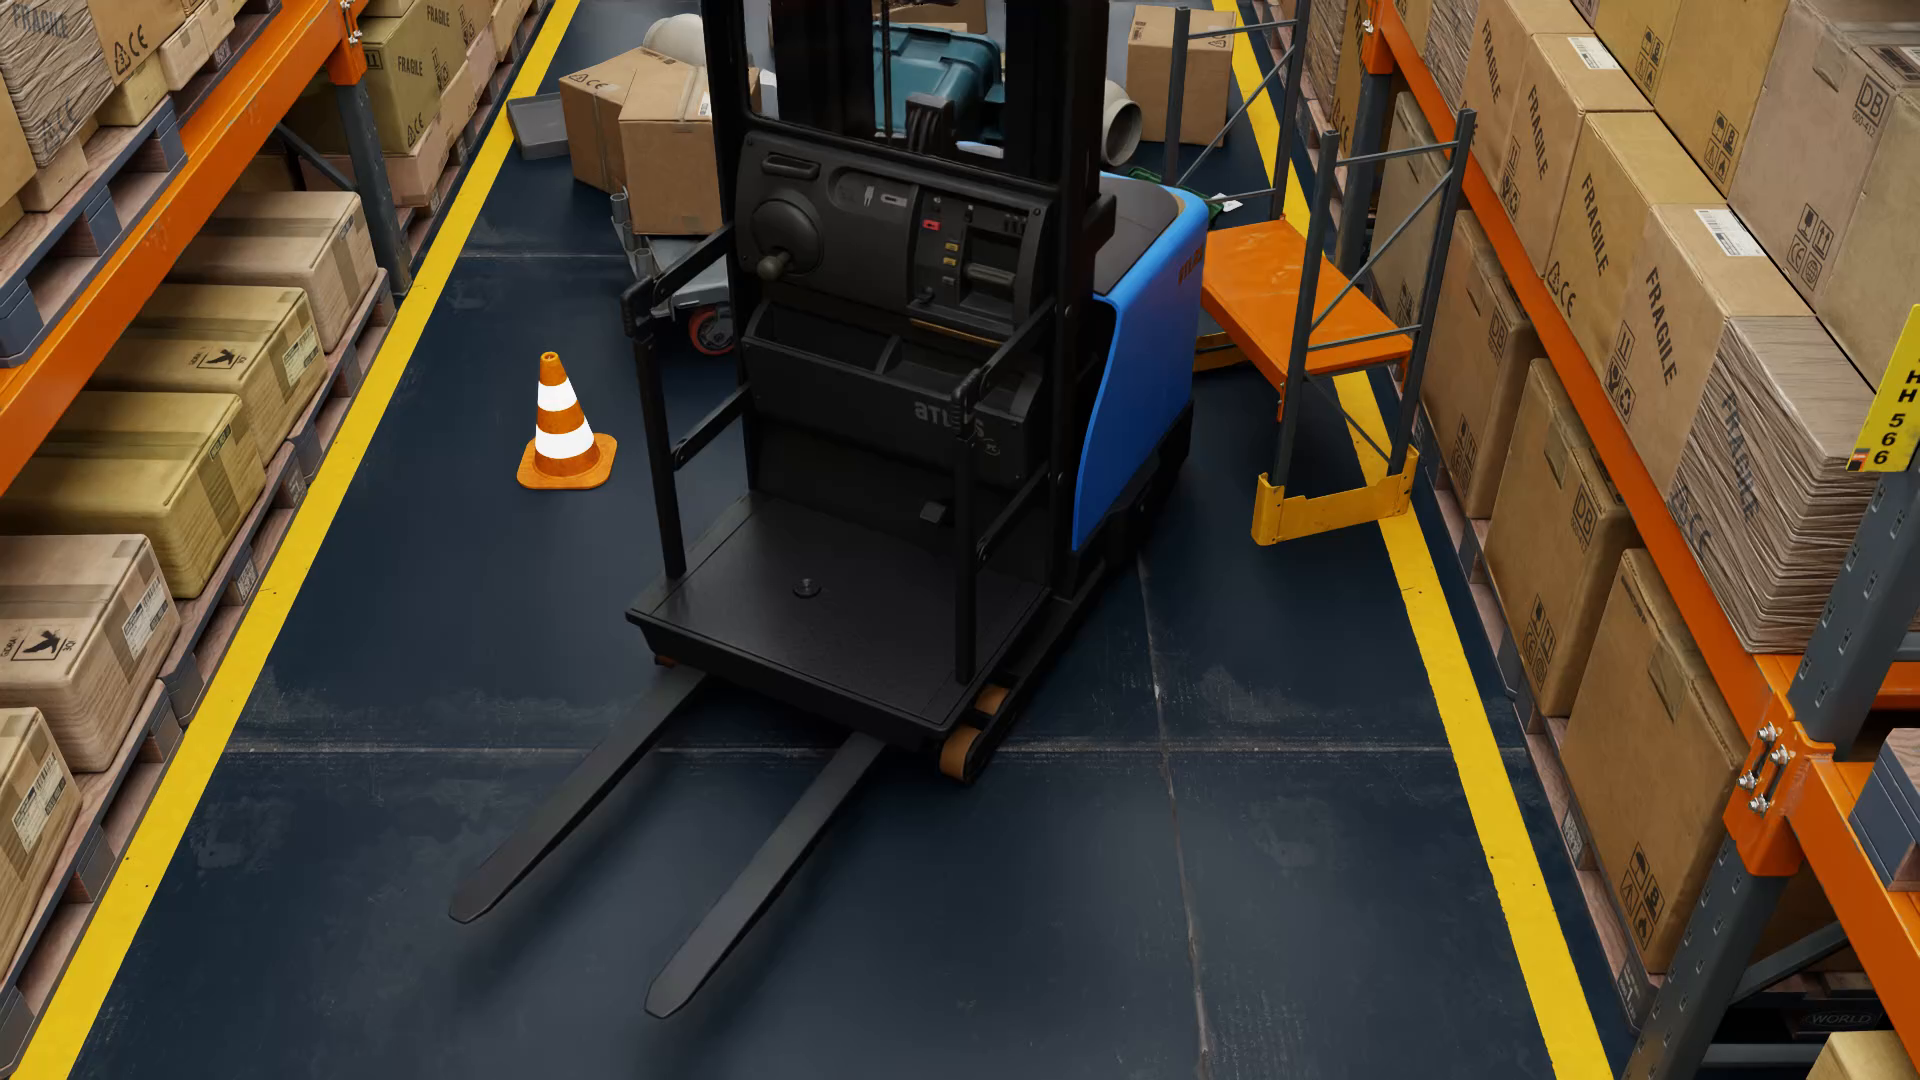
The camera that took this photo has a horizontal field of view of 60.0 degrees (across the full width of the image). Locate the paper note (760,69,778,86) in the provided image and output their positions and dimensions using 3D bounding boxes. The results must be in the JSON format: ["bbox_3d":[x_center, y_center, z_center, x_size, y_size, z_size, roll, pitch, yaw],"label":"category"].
[{"bbox_3d":[-1.003,-2.447,8.789,0.148,0.019,0.142,13,40,15],"label":"paper note"}]

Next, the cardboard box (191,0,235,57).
[{"bbox_3d":[-2.545,-1.648,5.273,0.380,0.149,0.250,-1,39,-1],"label":"cardboard box"}]

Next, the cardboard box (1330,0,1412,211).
[{"bbox_3d":[2.178,-2.025,7.241,0.875,0.875,0.875,1,39,1],"label":"cardboard box"}]

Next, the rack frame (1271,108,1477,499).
[{"bbox_3d":[1.295,-0.645,5.355,0.500,1.500,0.032,-12,40,-15],"label":"rack frame"}]

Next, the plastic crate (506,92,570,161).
[{"bbox_3d":[-2.023,-2.073,8.273,0.402,0.080,0.583,-13,40,-16],"label":"plastic crate"}]

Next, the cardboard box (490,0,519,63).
[{"bbox_3d":[-2.577,-2.666,8.541,0.500,0.250,0.500,-1,39,-2],"label":"cardboard box"}]

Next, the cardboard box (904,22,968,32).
[{"bbox_3d":[-0.302,-2.129,7.896,0.797,0.637,0.503,0,39,0],"label":"cardboard box"}]

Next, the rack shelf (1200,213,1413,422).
[{"bbox_3d":[1.130,-0.805,5.843,0.538,0.185,1.000,-12,40,-15],"label":"rack shelf"}]

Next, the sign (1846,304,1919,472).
[{"bbox_3d":[1.559,-0.245,2.731,0.100,0.325,0.005,0,39,0],"label":"sign"}]

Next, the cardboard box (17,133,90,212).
[{"bbox_3d":[-2.604,-1.009,4.475,0.380,0.149,0.250,1,39,1],"label":"cardboard box"}]

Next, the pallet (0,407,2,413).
[{"bbox_3d":[-2.944,-0.099,3.629,1.213,0.211,1.003,0,39,0],"label":"pallet"}]

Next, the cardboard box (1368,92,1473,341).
[{"bbox_3d":[2.200,-1.195,6.305,1.050,0.750,0.750,0,39,0],"label":"cardboard box"}]

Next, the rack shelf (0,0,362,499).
[{"bbox_3d":[-2.839,-0.699,4.798,1.077,0.370,4.000,0,39,0],"label":"rack shelf"}]

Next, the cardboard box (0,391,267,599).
[{"bbox_3d":[-2.831,-0.156,5.312,0.950,0.372,0.625,1,39,1],"label":"cardboard box"}]

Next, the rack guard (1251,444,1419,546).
[{"bbox_3d":[1.295,-0.158,5.747,0.587,0.250,0.087,-12,40,-15],"label":"rack guard"}]

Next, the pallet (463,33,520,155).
[{"bbox_3d":[-2.881,-2.327,8.485,1.003,0.211,1.213,0,39,0],"label":"pallet"}]

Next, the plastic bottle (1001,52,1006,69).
[{"bbox_3d":[0.245,-2.503,8.825,0.133,0.061,0.283,-13,40,-16],"label":"plastic bottle"}]

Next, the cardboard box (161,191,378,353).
[{"bbox_3d":[-2.838,-1.041,6.415,0.950,0.372,0.625,0,39,1],"label":"cardboard box"}]

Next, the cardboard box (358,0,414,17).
[{"bbox_3d":[-2.512,-2.314,6.984,0.380,0.149,0.250,0,39,1],"label":"cardboard box"}]

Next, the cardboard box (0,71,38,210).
[{"bbox_3d":[-2.620,-0.987,3.930,0.500,0.500,0.500,1,39,1],"label":"cardboard box"}]

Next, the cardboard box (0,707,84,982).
[{"bbox_3d":[-2.827,0.780,4.144,0.950,0.372,0.625,-2,39,-3],"label":"cardboard box"}]

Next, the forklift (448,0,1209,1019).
[{"bbox_3d":[-0.300,-0.762,4.357,1.130,2.935,3.031,18,42,21],"label":"forklift"}]

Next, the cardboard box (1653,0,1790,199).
[{"bbox_3d":[2.118,-1.143,3.898,0.700,0.500,0.500,-1,39,-1],"label":"cardboard box"}]

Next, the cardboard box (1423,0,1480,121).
[{"bbox_3d":[1.842,-1.691,5.382,0.500,0.500,0.500,0,39,0],"label":"cardboard box"}]

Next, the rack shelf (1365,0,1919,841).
[{"bbox_3d":[2.111,-0.765,4.882,1.077,0.370,4.000,0,39,0],"label":"rack shelf"}]

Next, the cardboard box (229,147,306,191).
[{"bbox_3d":[-3.110,-1.691,7.324,0.500,0.250,0.500,2,39,2],"label":"cardboard box"}]

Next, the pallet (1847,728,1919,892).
[{"bbox_3d":[2.221,0.725,2.600,1.213,0.211,1.003,0,39,0],"label":"pallet"}]

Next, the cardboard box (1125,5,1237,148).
[{"bbox_3d":[1.081,-2.292,8.209,0.500,0.500,0.500,6,39,8],"label":"cardboard box"}]

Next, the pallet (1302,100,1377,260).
[{"bbox_3d":[2.186,-1.684,7.683,1.003,0.211,1.213,0,39,0],"label":"pallet"}]

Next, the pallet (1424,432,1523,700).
[{"bbox_3d":[2.190,0.039,5.533,1.003,0.211,1.213,0,39,0],"label":"pallet"}]

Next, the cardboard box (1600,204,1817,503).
[{"bbox_3d":[1.845,-0.428,3.805,0.500,0.500,0.500,0,39,0],"label":"cardboard box"}]

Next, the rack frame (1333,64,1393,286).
[{"bbox_3d":[2.109,-2.297,6.218,1.000,3.000,0.127,0,39,0],"label":"rack frame"}]

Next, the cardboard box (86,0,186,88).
[{"bbox_3d":[-2.614,-1.628,4.729,0.500,0.500,0.500,1,39,1],"label":"cardboard box"}]

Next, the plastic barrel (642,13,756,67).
[{"bbox_3d":[-1.329,-2.436,8.451,0.512,0.421,0.421,28,46,30],"label":"plastic barrel"}]

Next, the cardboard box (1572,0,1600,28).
[{"bbox_3d":[2.118,-1.778,4.690,0.700,0.500,0.500,0,39,0],"label":"cardboard box"}]

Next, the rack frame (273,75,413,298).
[{"bbox_3d":[-2.841,-2.230,6.134,1.000,3.000,0.127,0,39,0],"label":"rack frame"}]

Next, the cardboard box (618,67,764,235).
[{"bbox_3d":[-1.061,-1.570,6.704,0.500,0.500,0.500,0,39,0],"label":"cardboard box"}]

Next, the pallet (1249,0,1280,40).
[{"bbox_3d":[2.184,-3.210,9.587,1.003,0.211,1.213,0,39,0],"label":"pallet"}]

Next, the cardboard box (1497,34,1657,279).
[{"bbox_3d":[1.840,-1.061,4.595,0.500,0.500,0.500,1,39,1],"label":"cardboard box"}]

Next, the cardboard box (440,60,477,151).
[{"bbox_3d":[-2.583,-2.024,7.740,0.500,0.250,0.500,2,39,3],"label":"cardboard box"}]

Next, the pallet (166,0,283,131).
[{"bbox_3d":[-2.985,-1.677,5.598,1.003,0.211,1.213,0,39,0],"label":"pallet"}]

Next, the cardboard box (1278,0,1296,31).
[{"bbox_3d":[2.174,-3.159,8.656,0.875,0.875,0.875,-1,39,-1],"label":"cardboard box"}]

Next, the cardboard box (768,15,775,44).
[{"bbox_3d":[-0.824,-2.801,9.127,0.380,0.149,0.250,20,43,23],"label":"cardboard box"}]

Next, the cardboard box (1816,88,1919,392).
[{"bbox_3d":[2.123,-0.505,3.103,0.700,0.500,0.500,0,39,0],"label":"cardboard box"}]

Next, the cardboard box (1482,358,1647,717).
[{"bbox_3d":[2.199,-0.009,4.826,1.050,0.750,0.750,1,39,1],"label":"cardboard box"}]

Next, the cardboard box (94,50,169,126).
[{"bbox_3d":[-2.577,-1.336,4.884,0.380,0.149,0.250,0,39,0],"label":"cardboard box"}]

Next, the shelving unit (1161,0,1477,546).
[{"bbox_3d":[1.133,-0.940,5.724,0.587,1.500,1.083,-12,40,-15],"label":"shelving unit"}]

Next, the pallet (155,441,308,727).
[{"bbox_3d":[-2.834,0.110,5.444,1.003,0.211,1.213,0,39,0],"label":"pallet"}]

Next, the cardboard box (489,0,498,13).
[{"bbox_3d":[-2.586,-2.972,8.324,0.500,0.500,0.500,-1,39,-1],"label":"cardboard box"}]

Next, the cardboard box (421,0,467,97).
[{"bbox_3d":[-2.584,-2.318,7.507,0.500,0.500,0.500,1,39,2],"label":"cardboard box"}]
